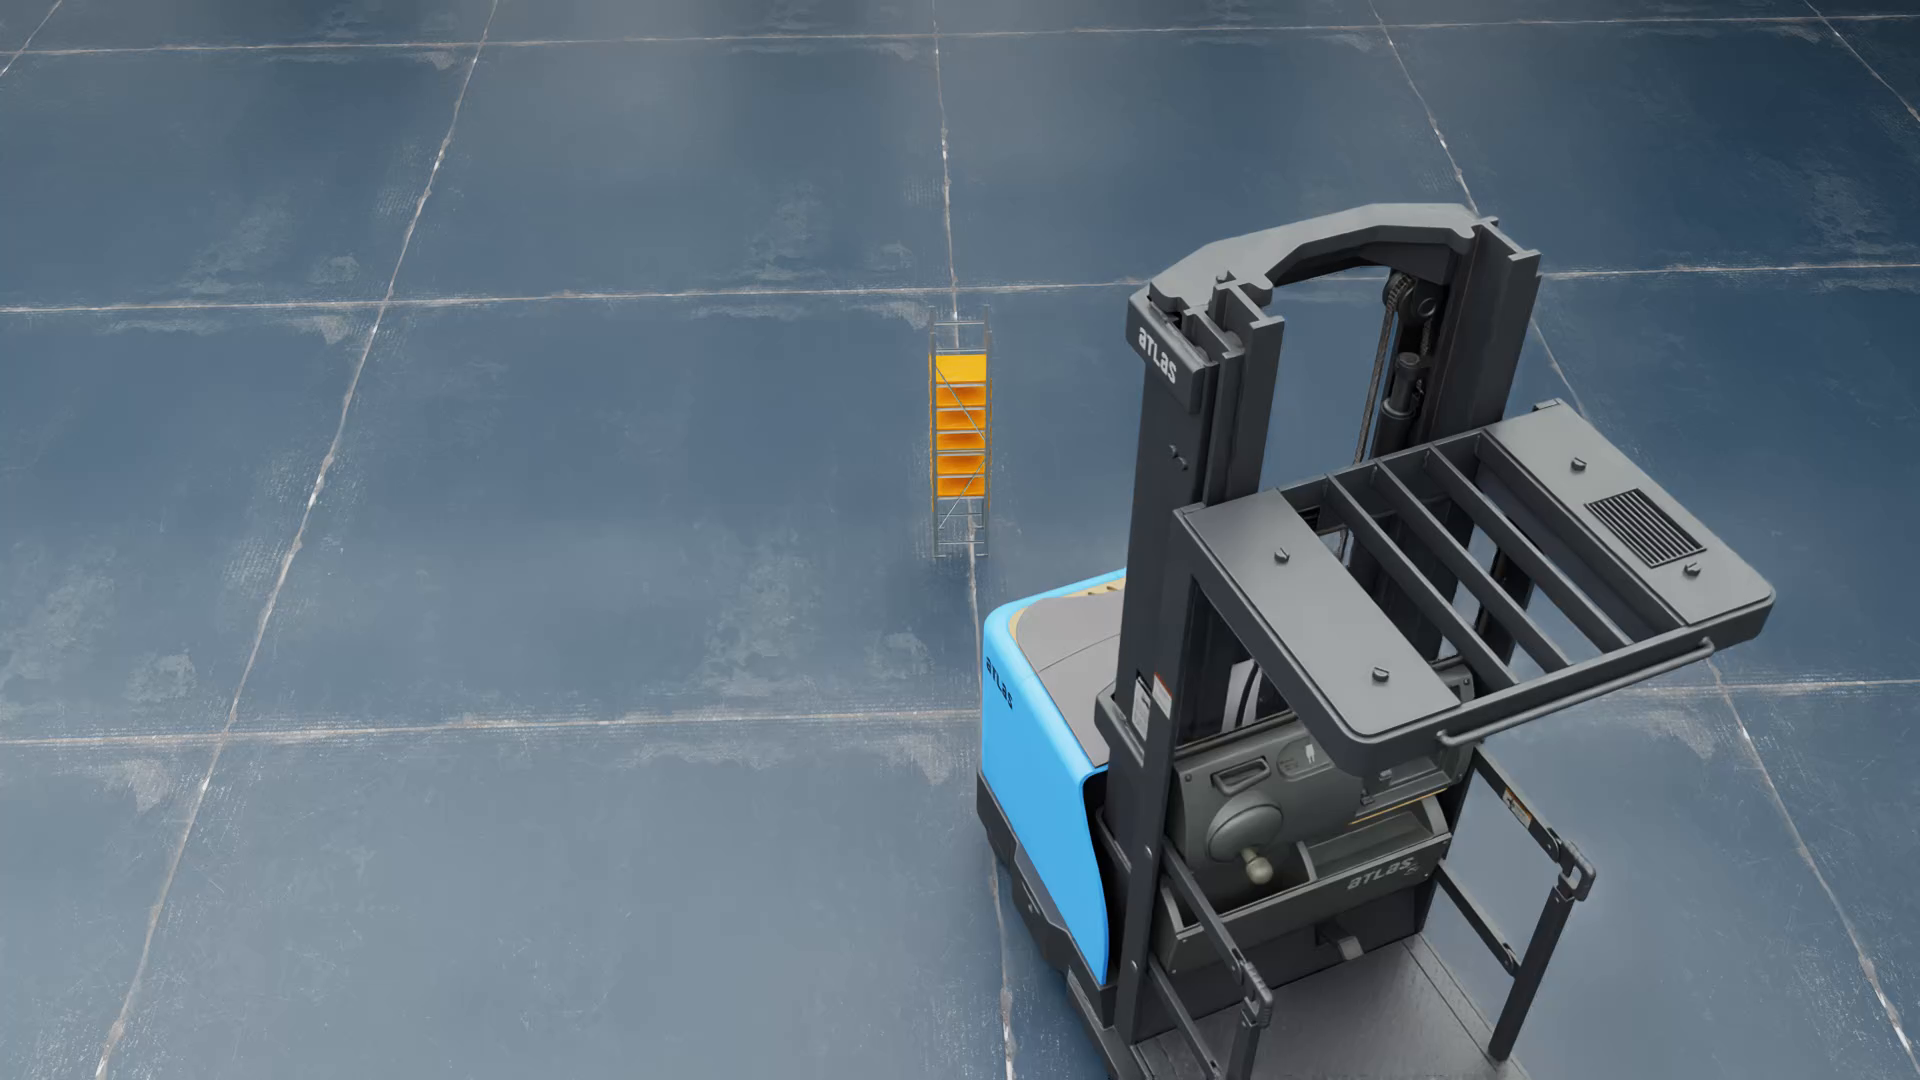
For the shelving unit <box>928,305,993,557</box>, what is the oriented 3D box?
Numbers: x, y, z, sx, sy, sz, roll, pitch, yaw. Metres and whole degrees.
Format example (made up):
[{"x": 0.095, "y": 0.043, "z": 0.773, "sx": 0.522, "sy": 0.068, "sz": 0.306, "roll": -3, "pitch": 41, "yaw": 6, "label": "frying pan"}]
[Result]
[{"x": 0.001, "y": -0.433, "z": 6.984, "sx": 0.258, "sy": 1.200, "sz": 0.189, "roll": -2, "pitch": 43, "yaw": -2, "label": "shelving unit"}]

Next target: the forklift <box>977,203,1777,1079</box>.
[{"x": 1.102, "y": 0.736, "z": 4.428, "sx": 1.130, "sy": 2.935, "sz": 3.031, "roll": -16, "pitch": 45, "yaw": -17, "label": "forklift"}]

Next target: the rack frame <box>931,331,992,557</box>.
[{"x": 0.005, "y": -0.371, "z": 6.916, "sx": 0.240, "sy": 1.200, "sz": 0.006, "roll": -2, "pitch": 43, "yaw": -2, "label": "rack frame"}]

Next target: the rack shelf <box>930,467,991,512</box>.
[{"x": 0.001, "y": -0.223, "z": 7.176, "sx": 0.258, "sy": 0.103, "sz": 0.180, "roll": -2, "pitch": 43, "yaw": -2, "label": "rack shelf"}]

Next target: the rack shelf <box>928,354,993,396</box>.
[{"x": 0.001, "y": -0.665, "z": 6.770, "sx": 0.258, "sy": 0.103, "sz": 0.180, "roll": -2, "pitch": 43, "yaw": -2, "label": "rack shelf"}]

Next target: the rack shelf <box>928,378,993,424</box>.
[{"x": 0.001, "y": -0.577, "z": 6.851, "sx": 0.258, "sy": 0.103, "sz": 0.180, "roll": -2, "pitch": 43, "yaw": -2, "label": "rack shelf"}]

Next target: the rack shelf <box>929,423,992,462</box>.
[{"x": 0.001, "y": -0.400, "z": 7.014, "sx": 0.258, "sy": 0.103, "sz": 0.180, "roll": -2, "pitch": 43, "yaw": -2, "label": "rack shelf"}]

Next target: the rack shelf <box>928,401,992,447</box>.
[{"x": 0.001, "y": -0.488, "z": 6.933, "sx": 0.258, "sy": 0.103, "sz": 0.180, "roll": -2, "pitch": 43, "yaw": -2, "label": "rack shelf"}]

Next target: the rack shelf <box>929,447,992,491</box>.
[{"x": 0.001, "y": -0.311, "z": 7.095, "sx": 0.258, "sy": 0.103, "sz": 0.180, "roll": -2, "pitch": 43, "yaw": -2, "label": "rack shelf"}]

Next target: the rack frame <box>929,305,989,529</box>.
[{"x": -0.003, "y": -0.494, "z": 7.051, "sx": 0.240, "sy": 1.200, "sz": 0.006, "roll": -2, "pitch": 43, "yaw": -2, "label": "rack frame"}]
